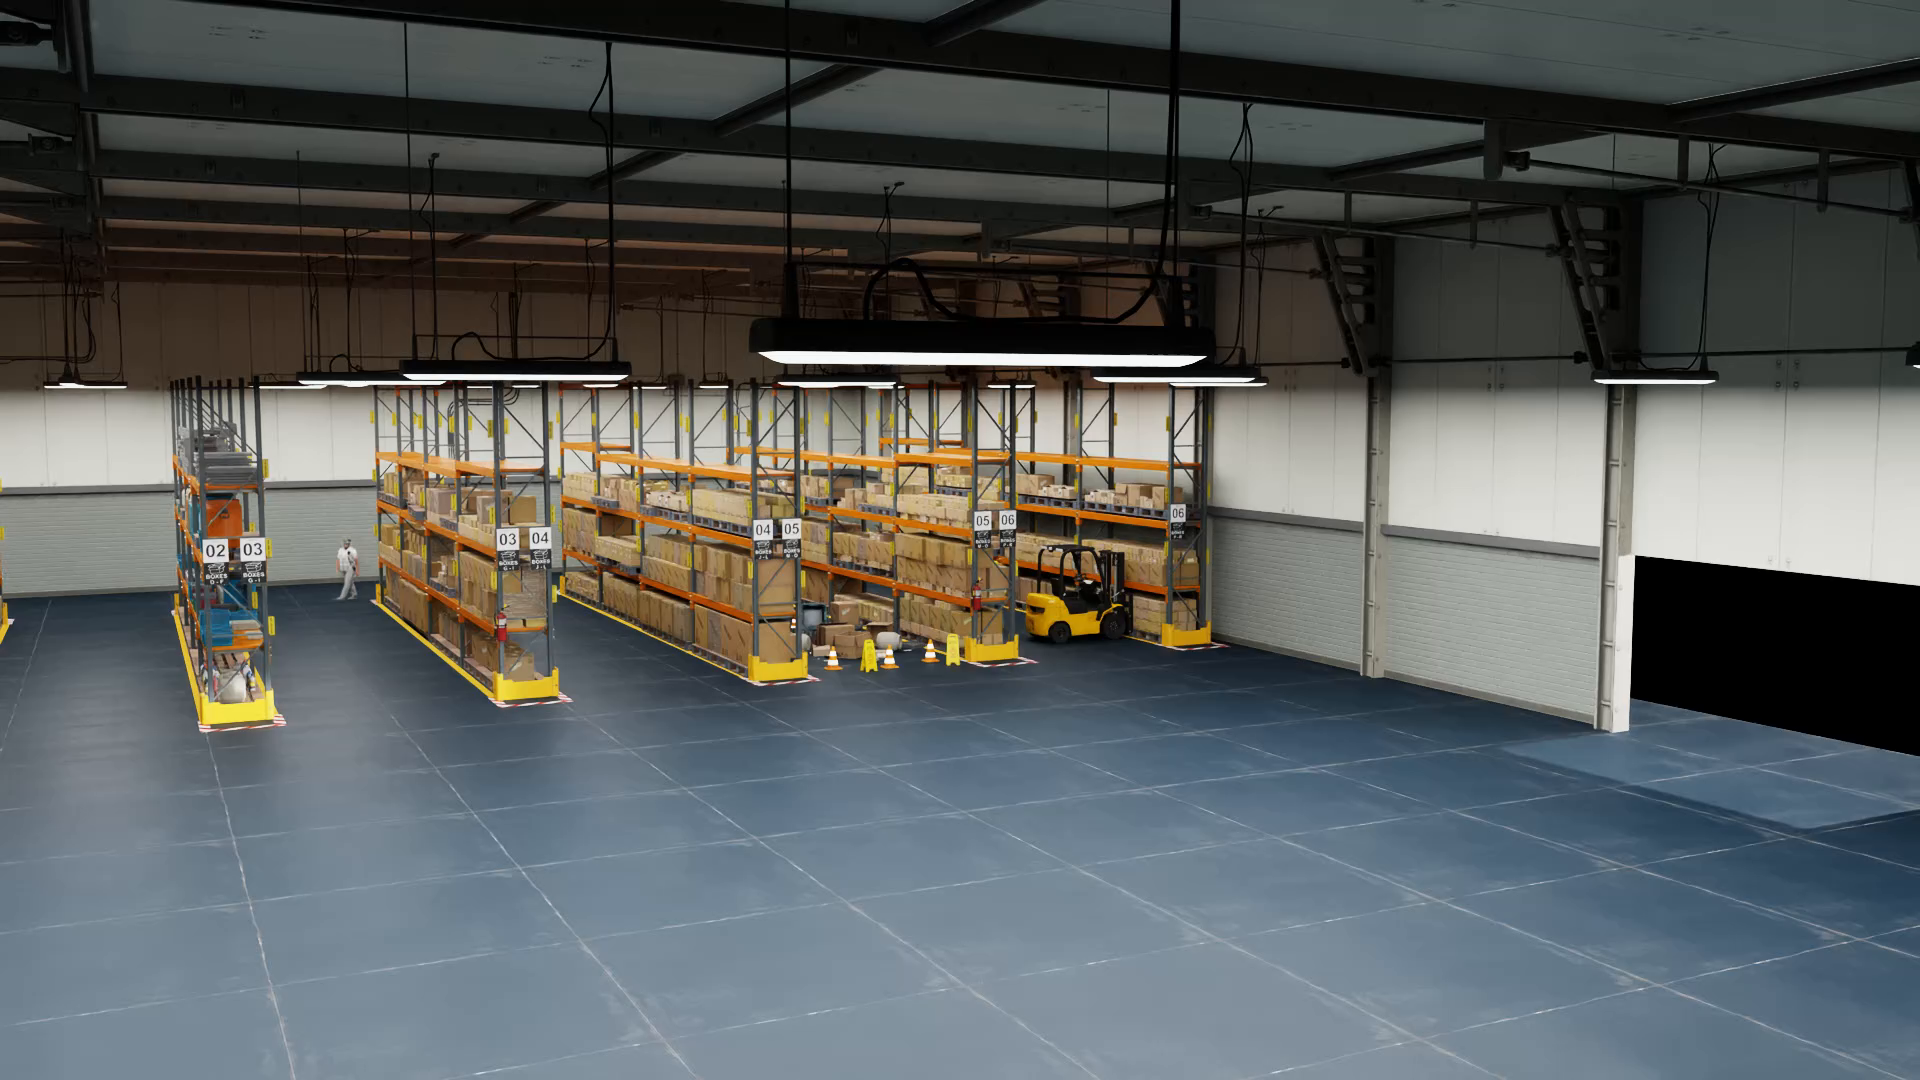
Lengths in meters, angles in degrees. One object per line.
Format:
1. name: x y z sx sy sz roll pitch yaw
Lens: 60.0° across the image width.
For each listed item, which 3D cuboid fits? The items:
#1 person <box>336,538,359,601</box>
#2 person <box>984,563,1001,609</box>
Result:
1. person: -16.781 0.810 45.489 0.568 1.720 0.908 2 5 19
2. person: 0.815 1.340 40.120 0.705 1.651 0.758 -2 6 -26
